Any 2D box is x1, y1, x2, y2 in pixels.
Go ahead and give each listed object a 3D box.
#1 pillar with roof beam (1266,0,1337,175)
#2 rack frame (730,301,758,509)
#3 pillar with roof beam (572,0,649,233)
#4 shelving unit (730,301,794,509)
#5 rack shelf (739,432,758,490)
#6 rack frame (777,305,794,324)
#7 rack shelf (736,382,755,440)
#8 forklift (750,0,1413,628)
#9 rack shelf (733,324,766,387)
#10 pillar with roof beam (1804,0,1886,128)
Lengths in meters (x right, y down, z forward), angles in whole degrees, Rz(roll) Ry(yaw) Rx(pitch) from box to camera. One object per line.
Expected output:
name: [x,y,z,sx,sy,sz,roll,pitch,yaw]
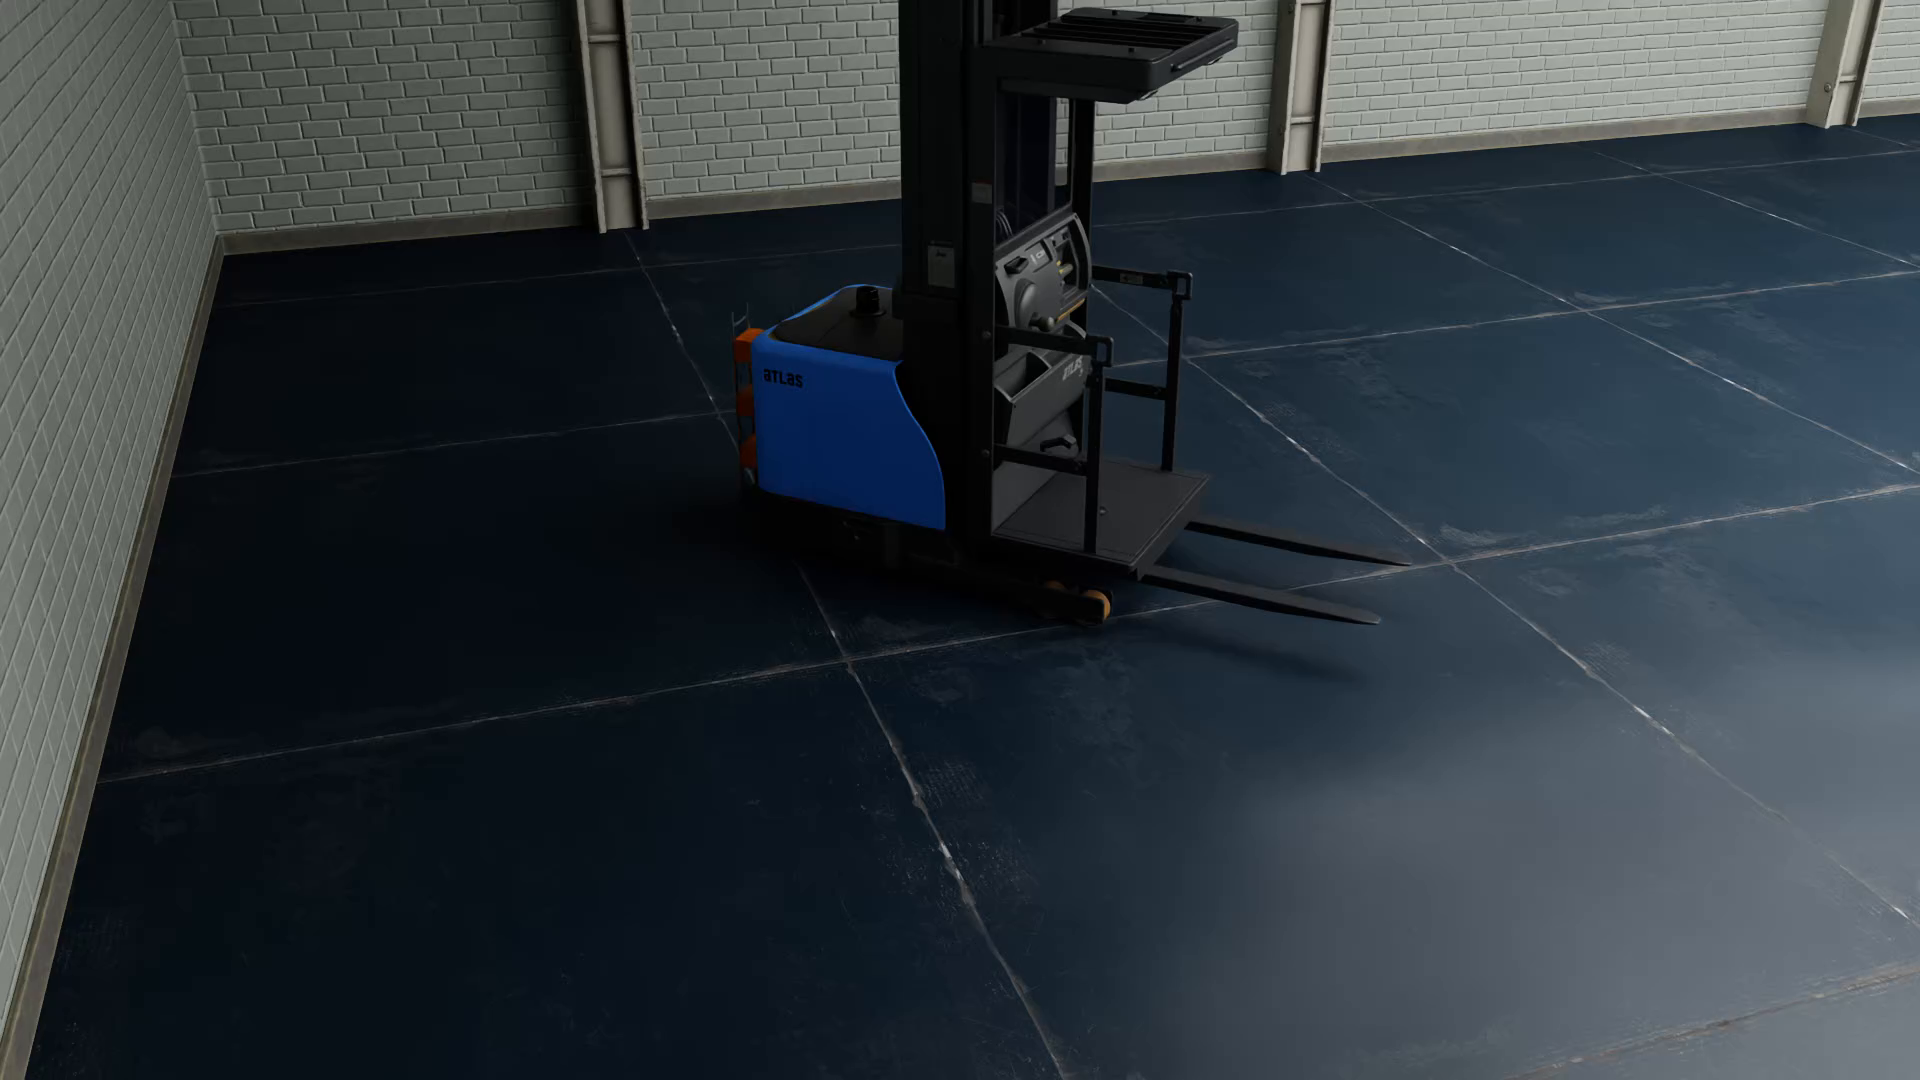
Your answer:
pillar with roof beam: [4.328,-5.551,9.312,0.400,9.000,9.100,-8,28,-16]
rack frame: [-1.089,-0.675,8.423,0.008,1.050,0.200,7,26,15]
pillar with roof beam: [-1.377,-4.725,7.648,0.400,9.000,9.100,-8,28,-16]
shelving unit: [-0.972,-0.661,8.393,0.252,1.050,0.215,7,26,15]
rack shelf: [-0.972,-0.399,8.515,0.240,0.259,0.215,7,26,15]
rack frame: [-0.855,-0.647,8.362,0.008,1.050,0.200,7,26,15]
rack shelf: [-0.972,-0.651,8.397,0.240,0.259,0.215,7,26,15]
forklift: [0.560,-1.190,7.350,3.031,2.935,1.130,12,29,23]
rack shelf: [-0.972,-0.908,8.277,0.240,0.259,0.215,7,26,15]
pillar with roof beam: [10.033,-6.378,10.977,0.400,9.000,9.100,-8,28,-16]
